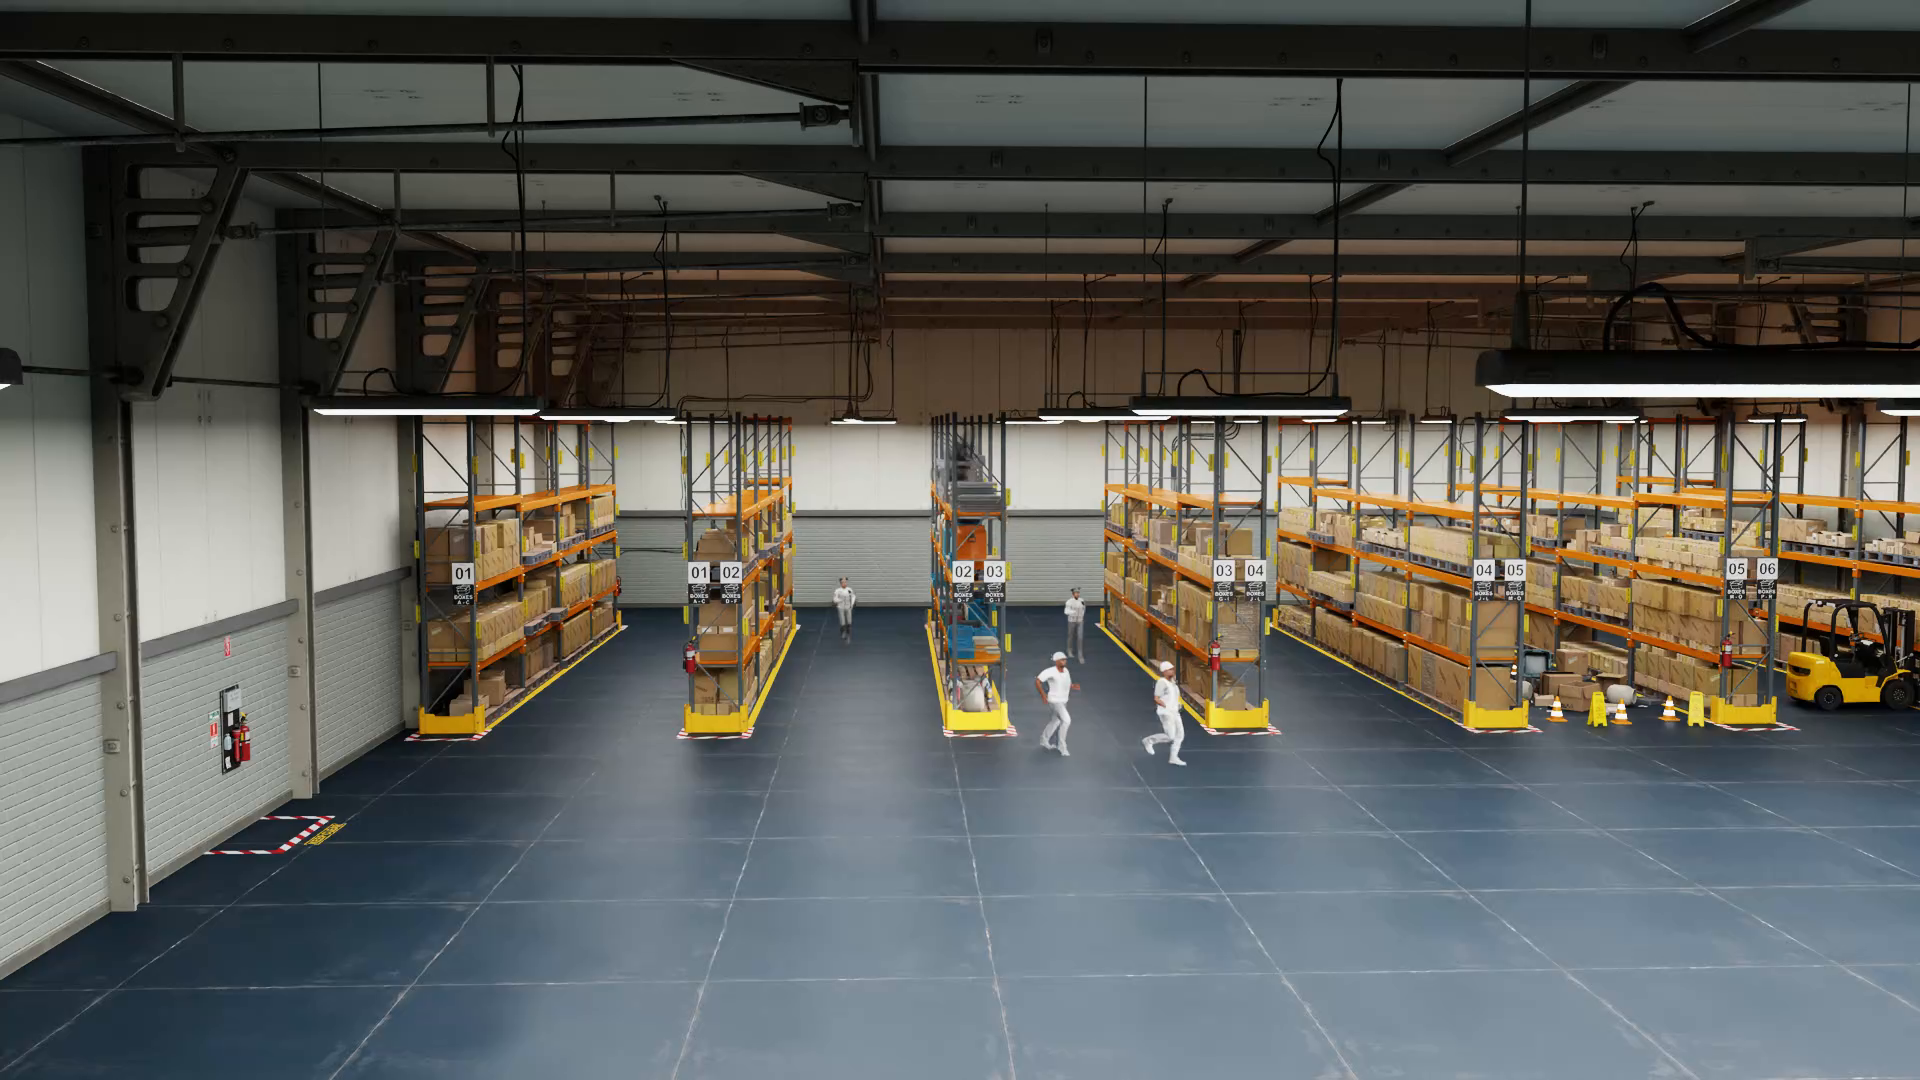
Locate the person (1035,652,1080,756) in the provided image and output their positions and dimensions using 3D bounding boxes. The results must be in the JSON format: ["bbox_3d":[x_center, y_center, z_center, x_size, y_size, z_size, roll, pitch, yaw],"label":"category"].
[{"bbox_3d":[1.725,2.868,29.186,0.775,1.825,0.678,2,5,32],"label":"person"}]

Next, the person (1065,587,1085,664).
[{"bbox_3d":[2.693,1.958,38.723,0.557,1.765,0.780,-1,4,-10],"label":"person"}]

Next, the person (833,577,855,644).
[{"bbox_3d":[-2.945,1.811,42.590,0.594,1.727,0.640,-1,4,-10],"label":"person"}]

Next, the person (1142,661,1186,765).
[{"bbox_3d":[3.495,2.937,28.271,0.767,1.757,0.688,2,4,28],"label":"person"}]
